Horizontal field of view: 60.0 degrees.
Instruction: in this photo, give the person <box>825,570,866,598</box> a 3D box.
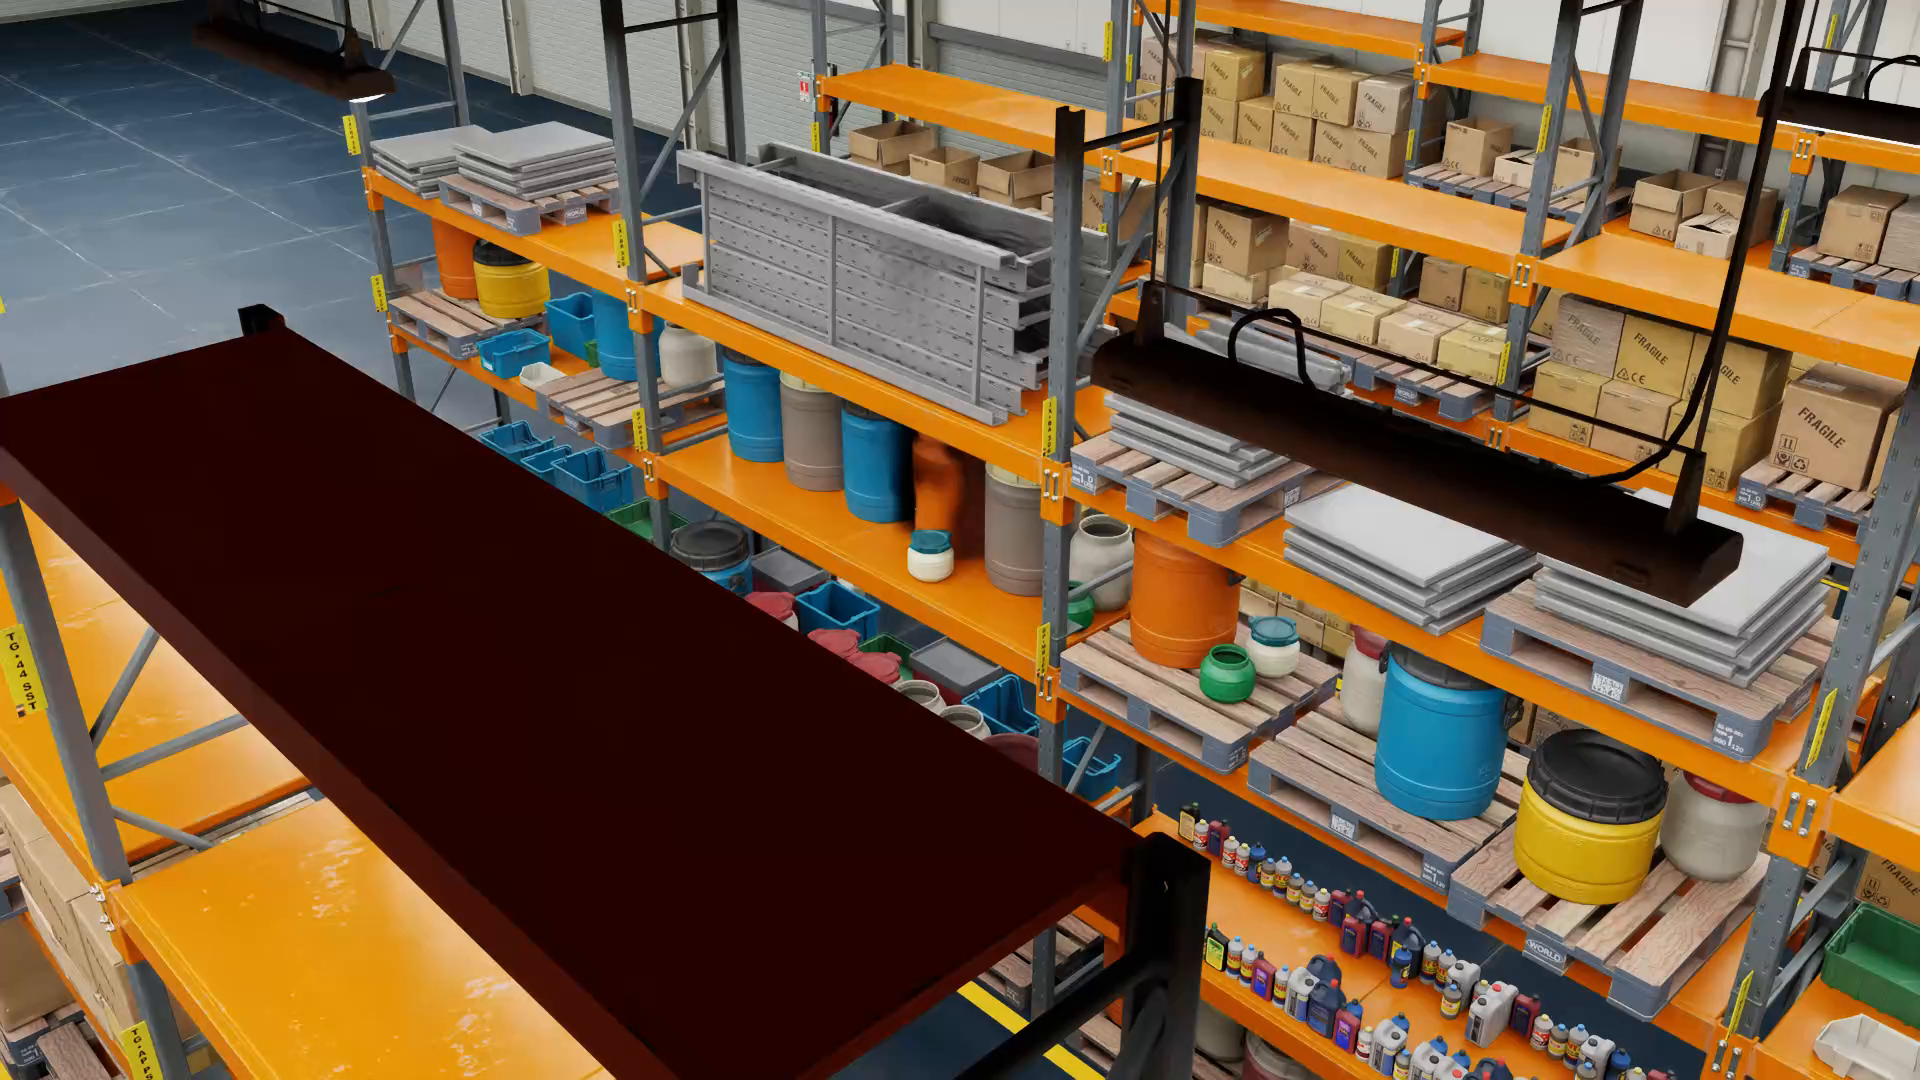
[{"bbox_3d":[-1.017,0.406,14.370,0.509,1.635,0.934,-24,37,-38],"label":"person"}]
